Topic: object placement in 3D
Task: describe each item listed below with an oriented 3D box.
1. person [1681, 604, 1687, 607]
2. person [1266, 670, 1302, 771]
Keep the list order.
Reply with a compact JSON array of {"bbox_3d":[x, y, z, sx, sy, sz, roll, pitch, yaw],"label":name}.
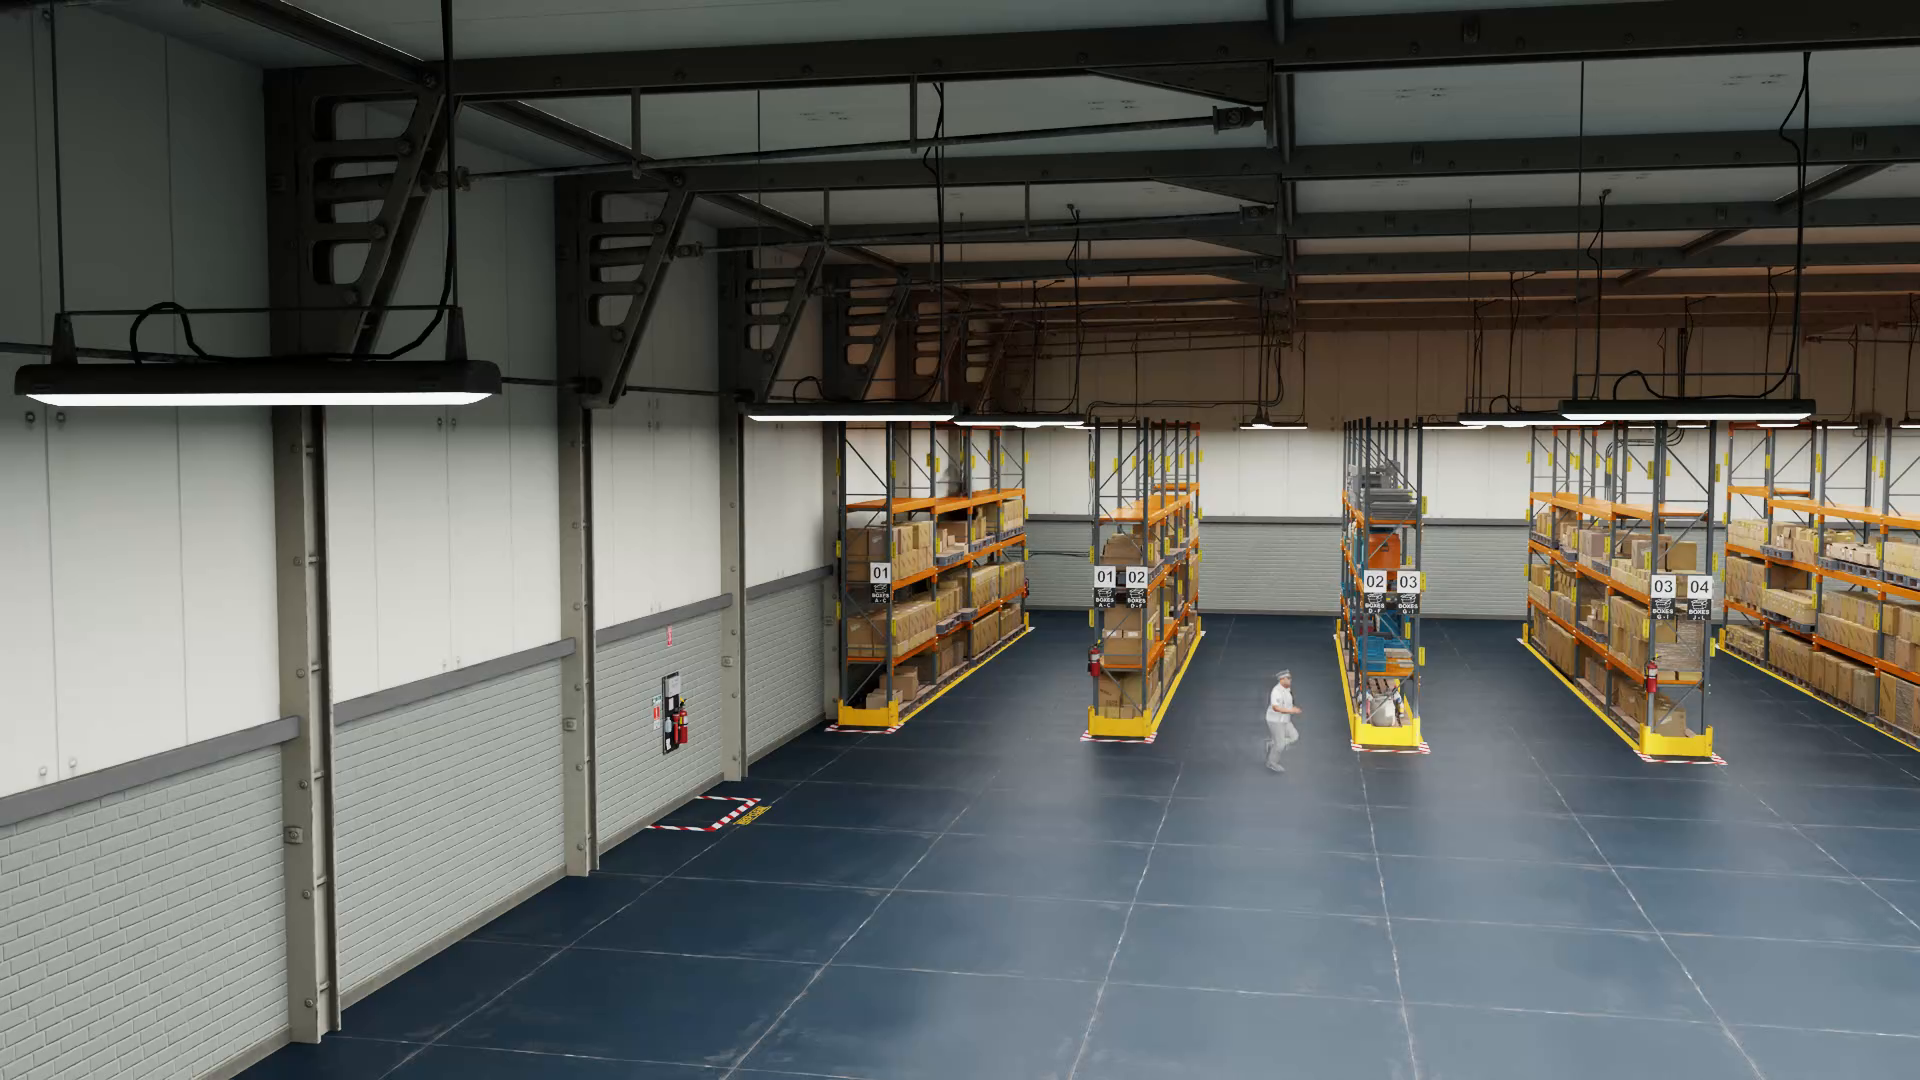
[{"bbox_3d":[18.776,2.043,43.270,0.671,1.824,0.833,1,4,13],"label":"person"},{"bbox_3d":[5.488,3.040,28.095,0.641,1.734,0.707,2,4,32],"label":"person"}]
